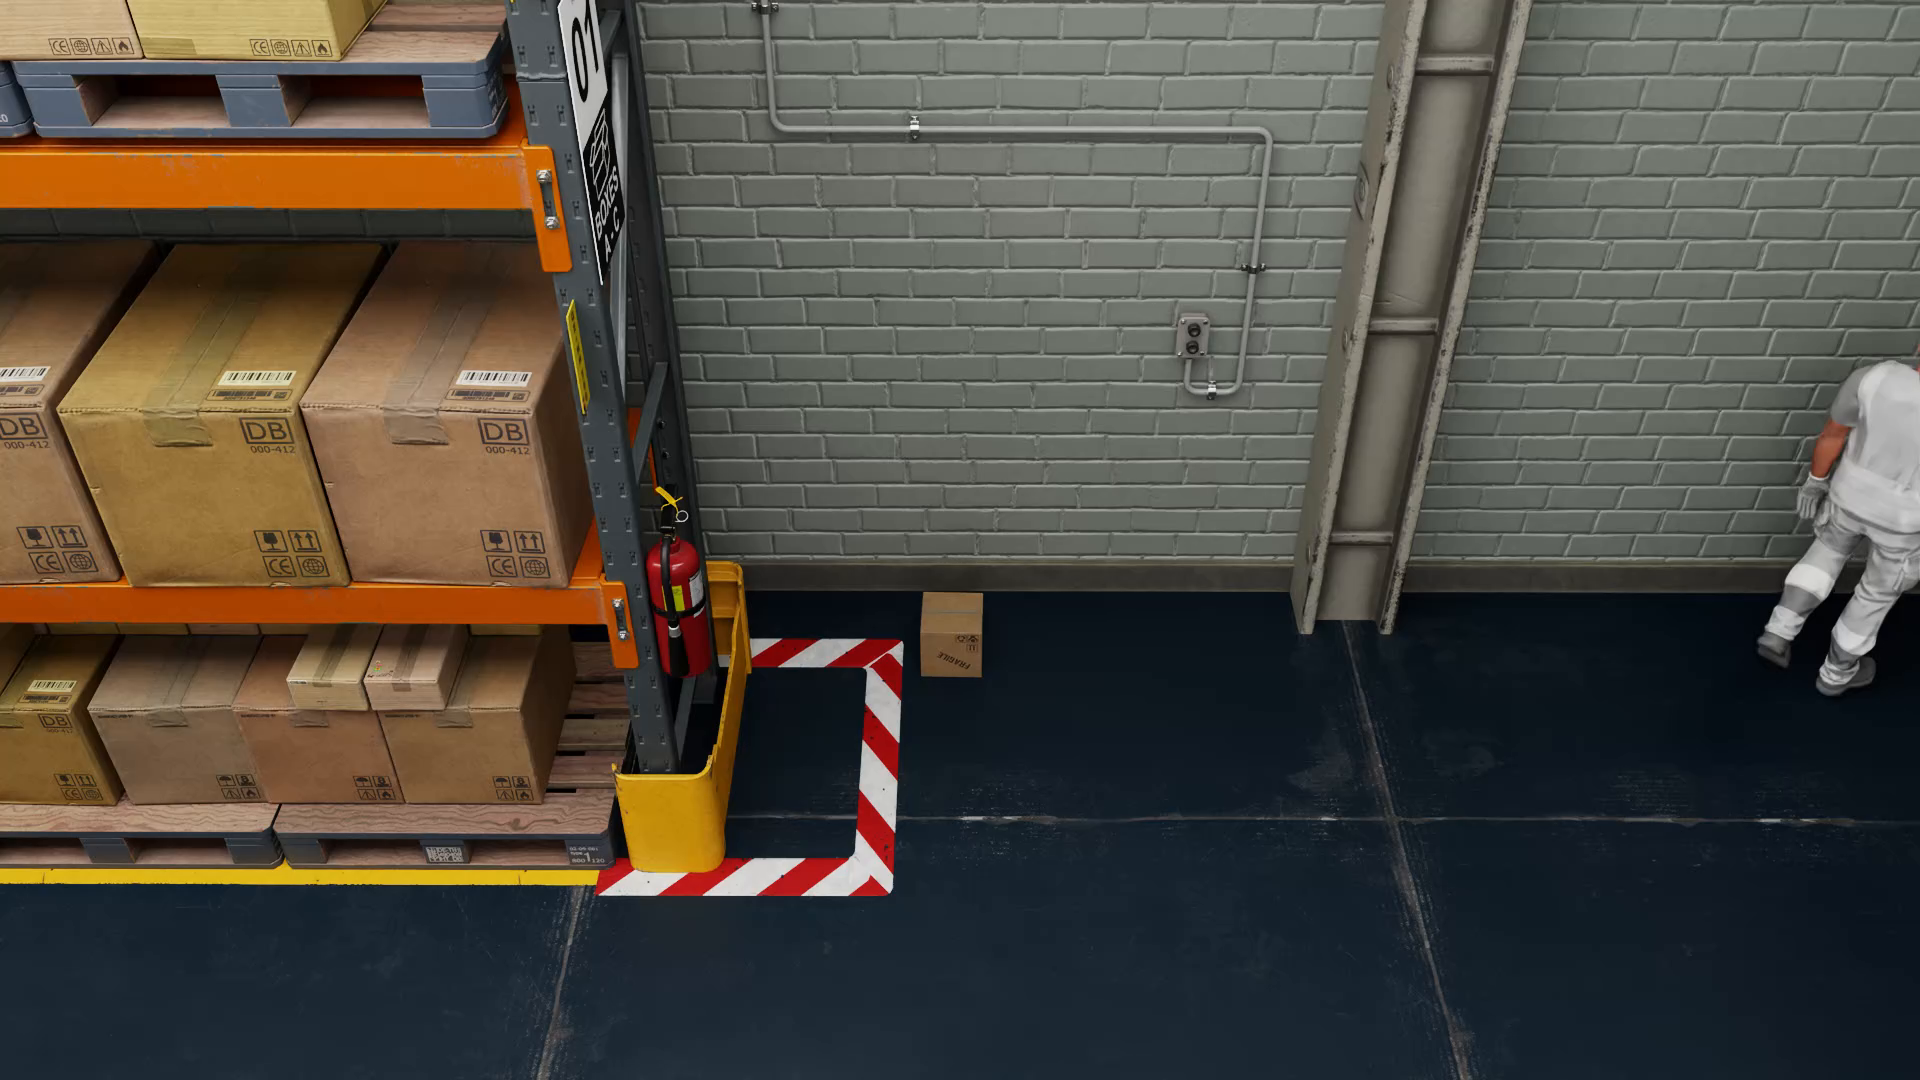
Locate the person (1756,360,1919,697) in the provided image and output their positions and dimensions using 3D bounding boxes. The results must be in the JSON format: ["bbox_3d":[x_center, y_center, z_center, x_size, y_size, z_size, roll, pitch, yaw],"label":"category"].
[{"bbox_3d":[3.466,-0.119,6.253,0.534,1.778,0.567,-26,46,-28],"label":"person"}]
